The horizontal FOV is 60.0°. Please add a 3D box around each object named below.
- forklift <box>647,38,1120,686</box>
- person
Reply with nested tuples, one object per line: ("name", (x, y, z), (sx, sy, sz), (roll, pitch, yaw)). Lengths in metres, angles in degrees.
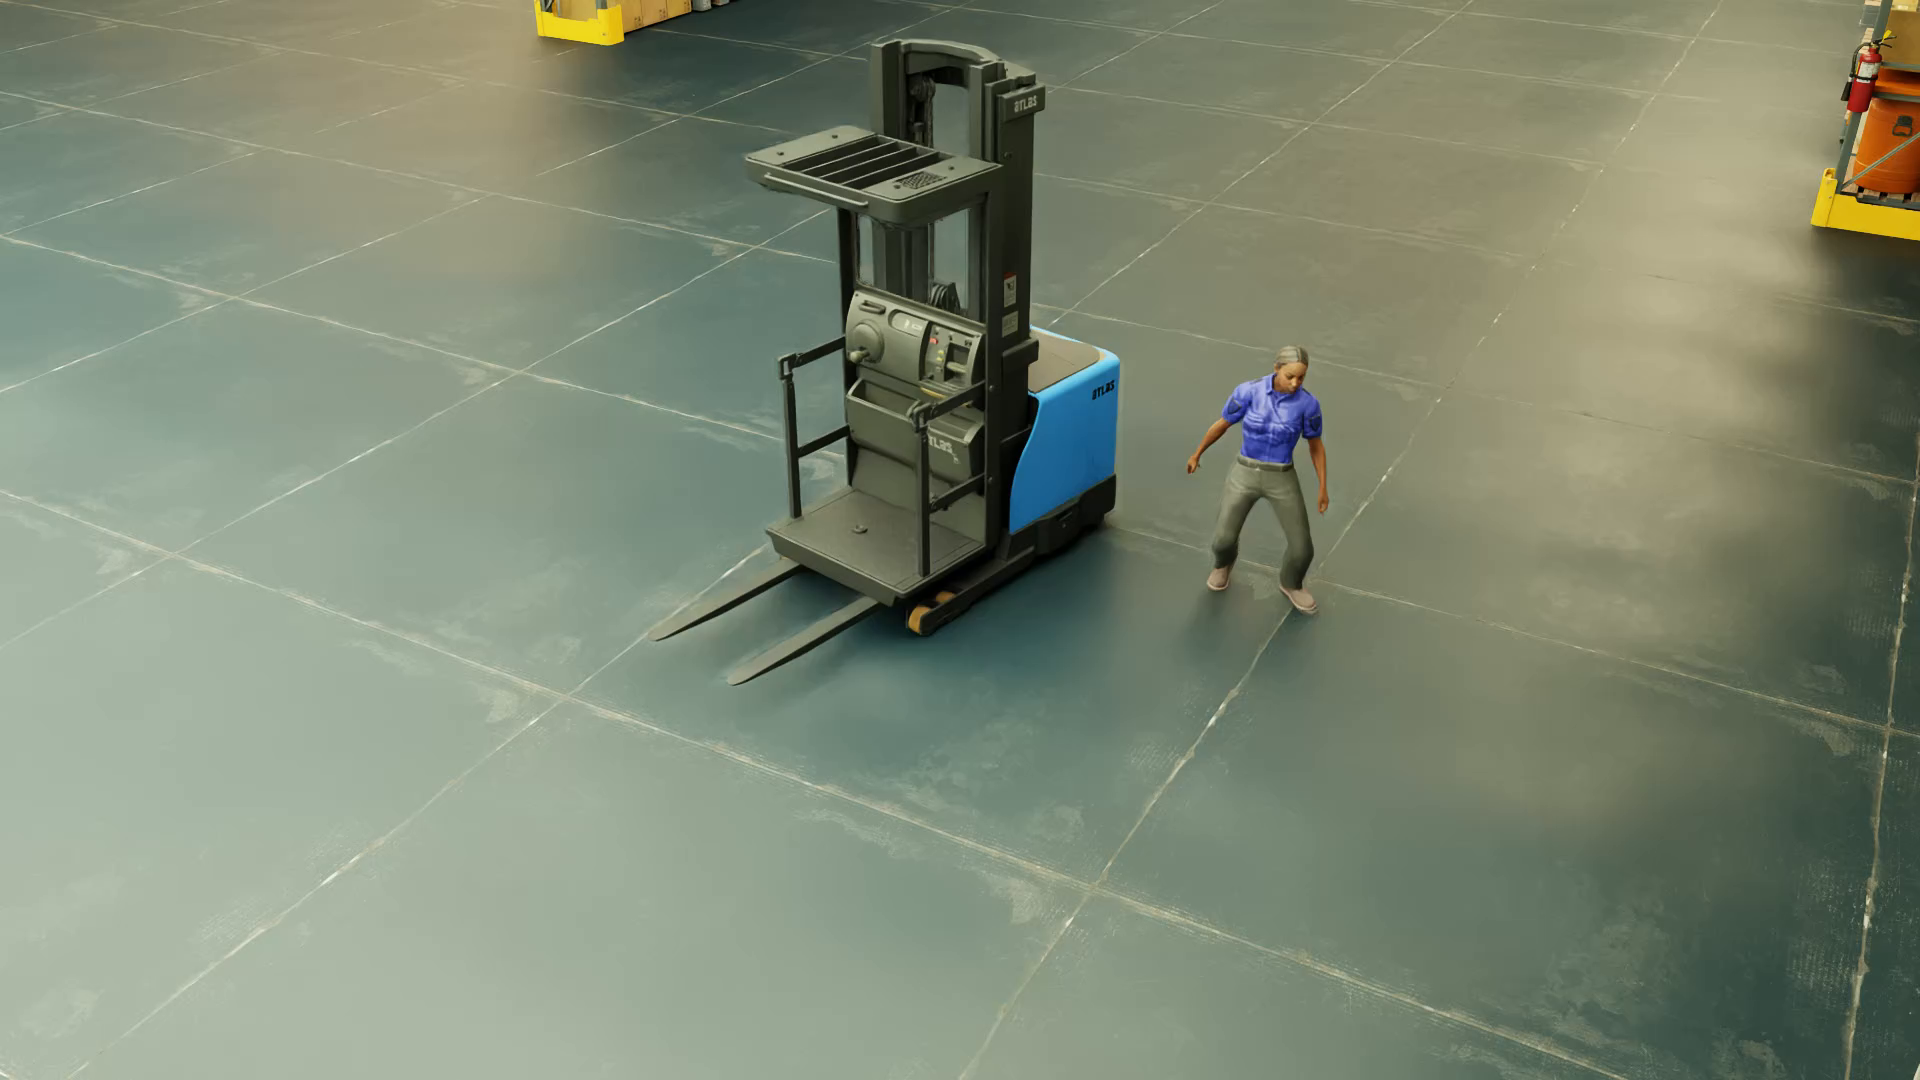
("forklift", (-0.394, -1.031, 8.858), (1.130, 2.935, 3.031), (23, 37, 35))
("person", (1.633, -0.379, 9.093), (0.789, 1.583, 0.461), (7, 31, 12))
